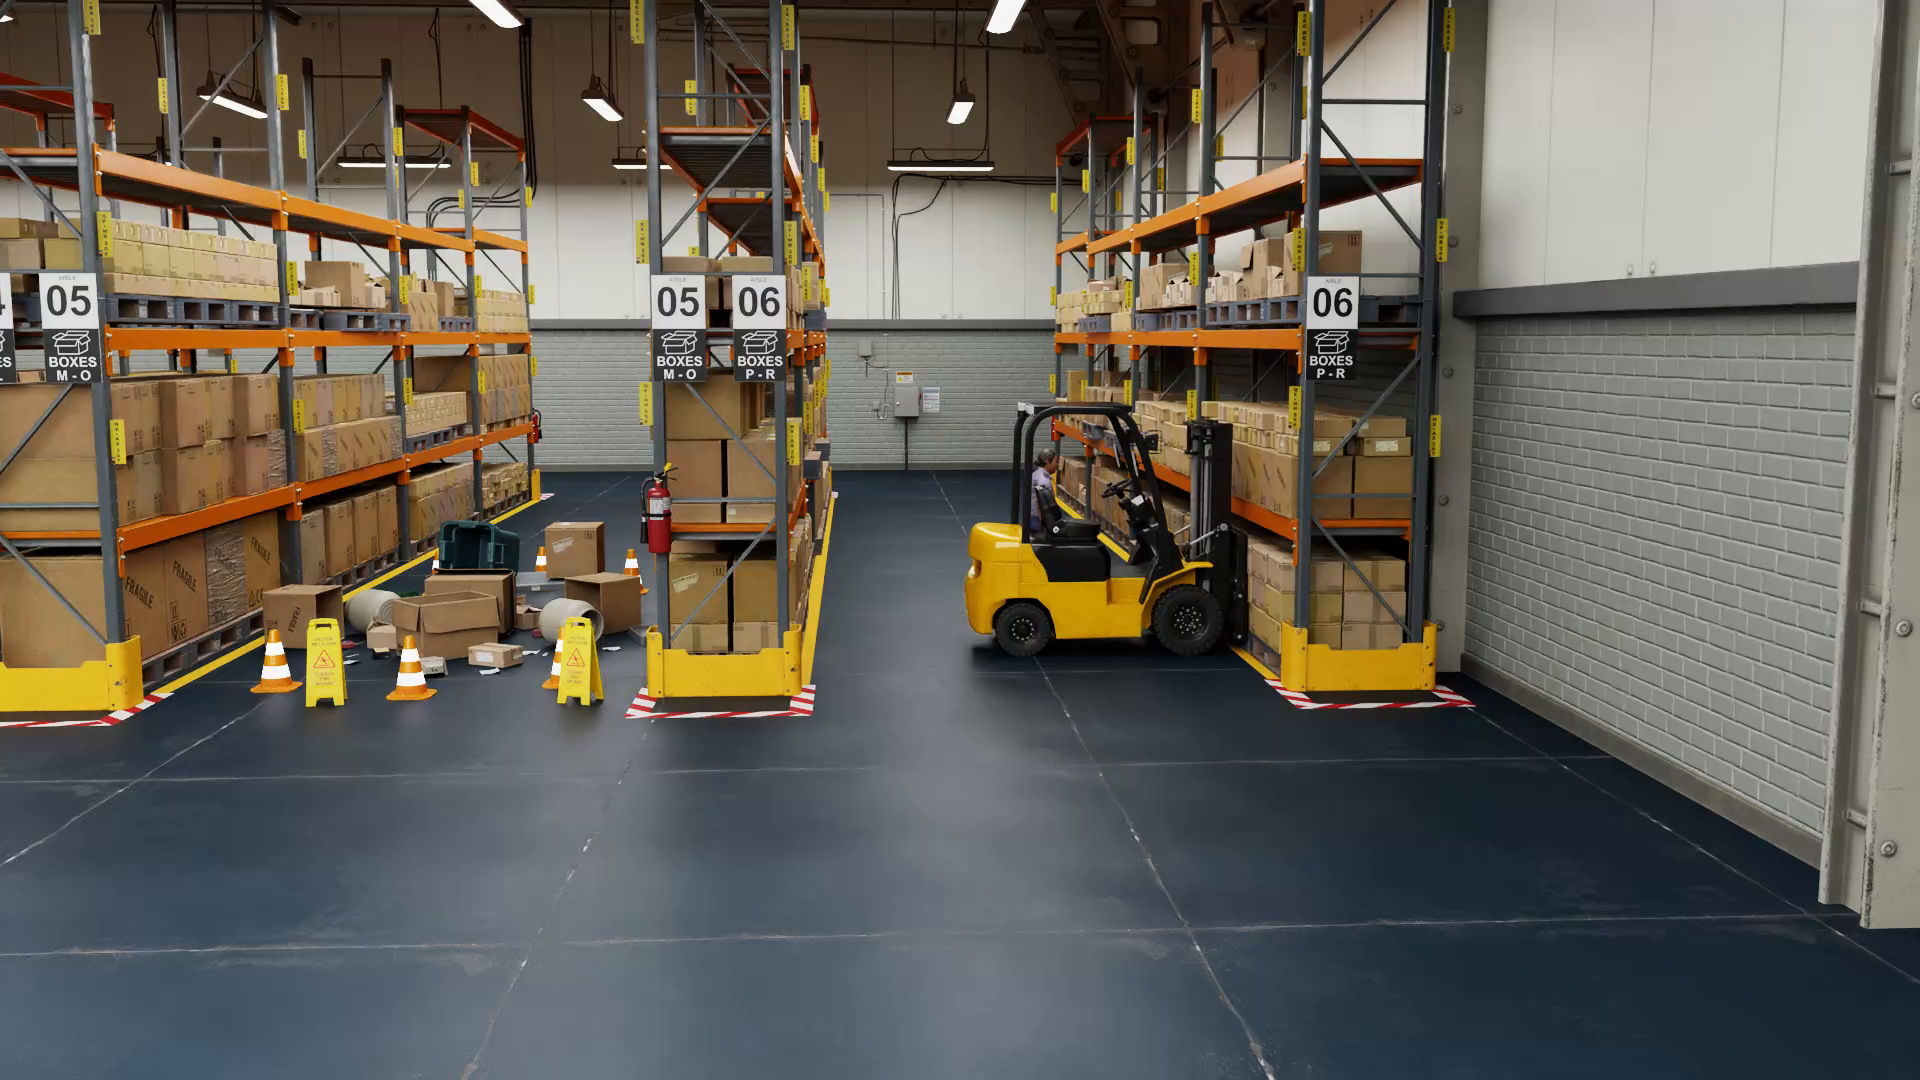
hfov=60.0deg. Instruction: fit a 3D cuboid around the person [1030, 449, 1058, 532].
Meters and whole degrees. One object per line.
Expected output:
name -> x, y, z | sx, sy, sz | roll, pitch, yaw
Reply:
person -> 0.799, -0.073, 16.379 | 0.368, 1.653, 0.563 | -1, 7, -7
